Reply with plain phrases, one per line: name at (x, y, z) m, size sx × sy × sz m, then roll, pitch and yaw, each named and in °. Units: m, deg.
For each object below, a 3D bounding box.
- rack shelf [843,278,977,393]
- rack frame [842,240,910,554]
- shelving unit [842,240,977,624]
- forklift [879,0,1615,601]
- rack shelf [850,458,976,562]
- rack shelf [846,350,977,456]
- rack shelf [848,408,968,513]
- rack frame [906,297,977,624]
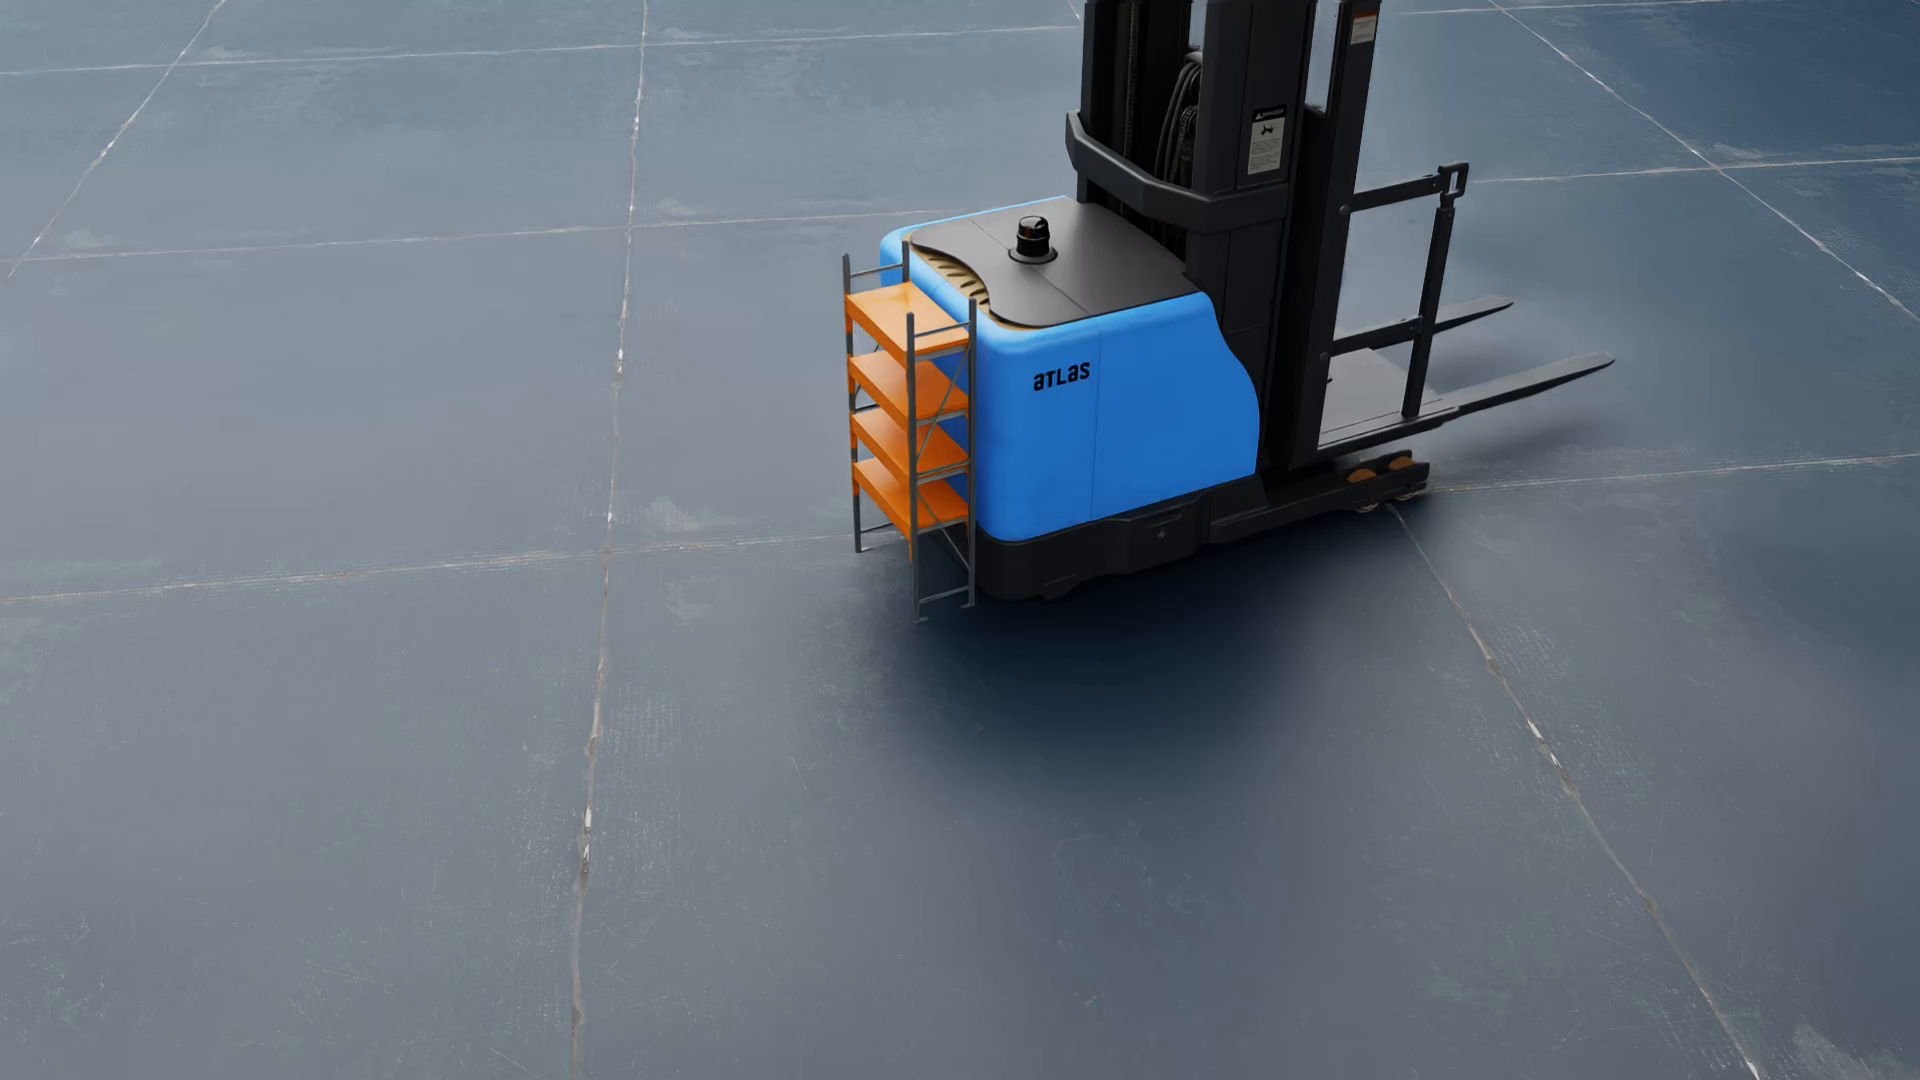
rack shelf at (-0.169, -0.682, 5.488) m, size 0.258 × 0.148 × 0.480 m, roll -16°, pitch 38°, yaw -22°
rack frame at (-0.281, -0.480, 5.889) m, size 0.240 × 1.200 × 0.015 m, roll -16°, pitch 38°, yaw -22°
shelving unit at (-0.169, -0.358, 5.710) m, size 0.258 × 1.200 × 0.503 m, roll -16°, pitch 38°, yaw -22°
forklift at (1.247, -1.566, 5.946) m, size 3.031 × 2.935 × 1.130 m, roll -16°, pitch 37°, yaw -22°
rack shelf at (-0.169, -0.138, 5.859) m, size 0.258 × 0.148 × 0.480 m, roll -16°, pitch 38°, yaw -22°
rack shelf at (-0.169, -0.487, 5.621) m, size 0.258 × 0.148 × 0.480 m, roll -16°, pitch 38°, yaw -22°
rack shelf at (-0.169, -0.302, 5.747) m, size 0.258 × 0.148 × 0.480 m, roll -16°, pitch 38°, yaw -22°
rack frame at (-0.057, -0.236, 5.530) m, size 0.240 × 1.200 × 0.015 m, roll -16°, pitch 38°, yaw -22°
